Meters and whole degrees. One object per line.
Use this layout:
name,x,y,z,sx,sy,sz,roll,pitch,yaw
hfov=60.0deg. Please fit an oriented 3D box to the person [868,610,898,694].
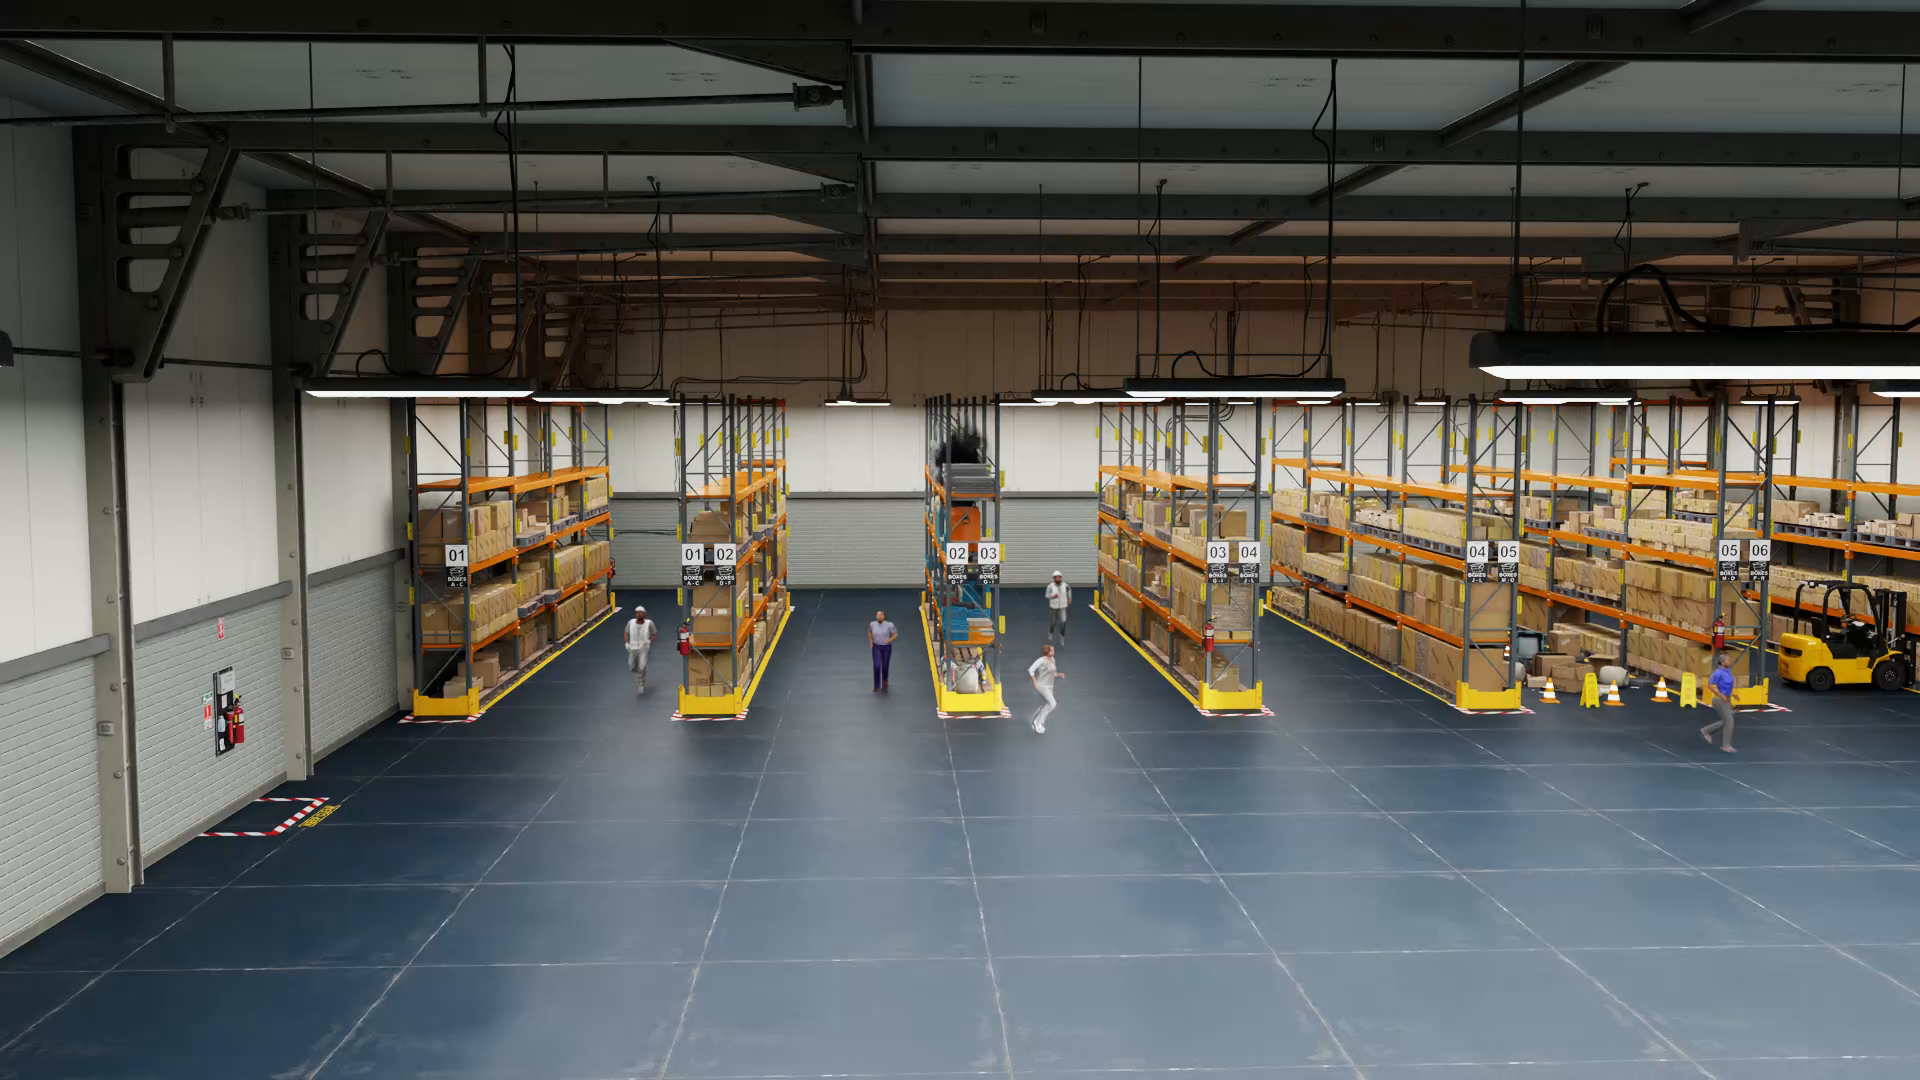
person,-1.565,2.260,33.747,0.612,1.715,0.721,0,5,1

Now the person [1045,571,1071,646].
person,2.386,1.652,40.410,0.663,1.820,0.902,0,5,-5

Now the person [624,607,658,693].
person,-6.458,2.208,33.607,0.684,1.740,0.626,0,5,2

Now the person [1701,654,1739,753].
person,12.728,2.723,27.852,0.586,1.626,0.633,-4,6,-43

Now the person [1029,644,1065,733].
person,1.525,2.611,29.271,0.662,1.571,0.538,3,5,30
